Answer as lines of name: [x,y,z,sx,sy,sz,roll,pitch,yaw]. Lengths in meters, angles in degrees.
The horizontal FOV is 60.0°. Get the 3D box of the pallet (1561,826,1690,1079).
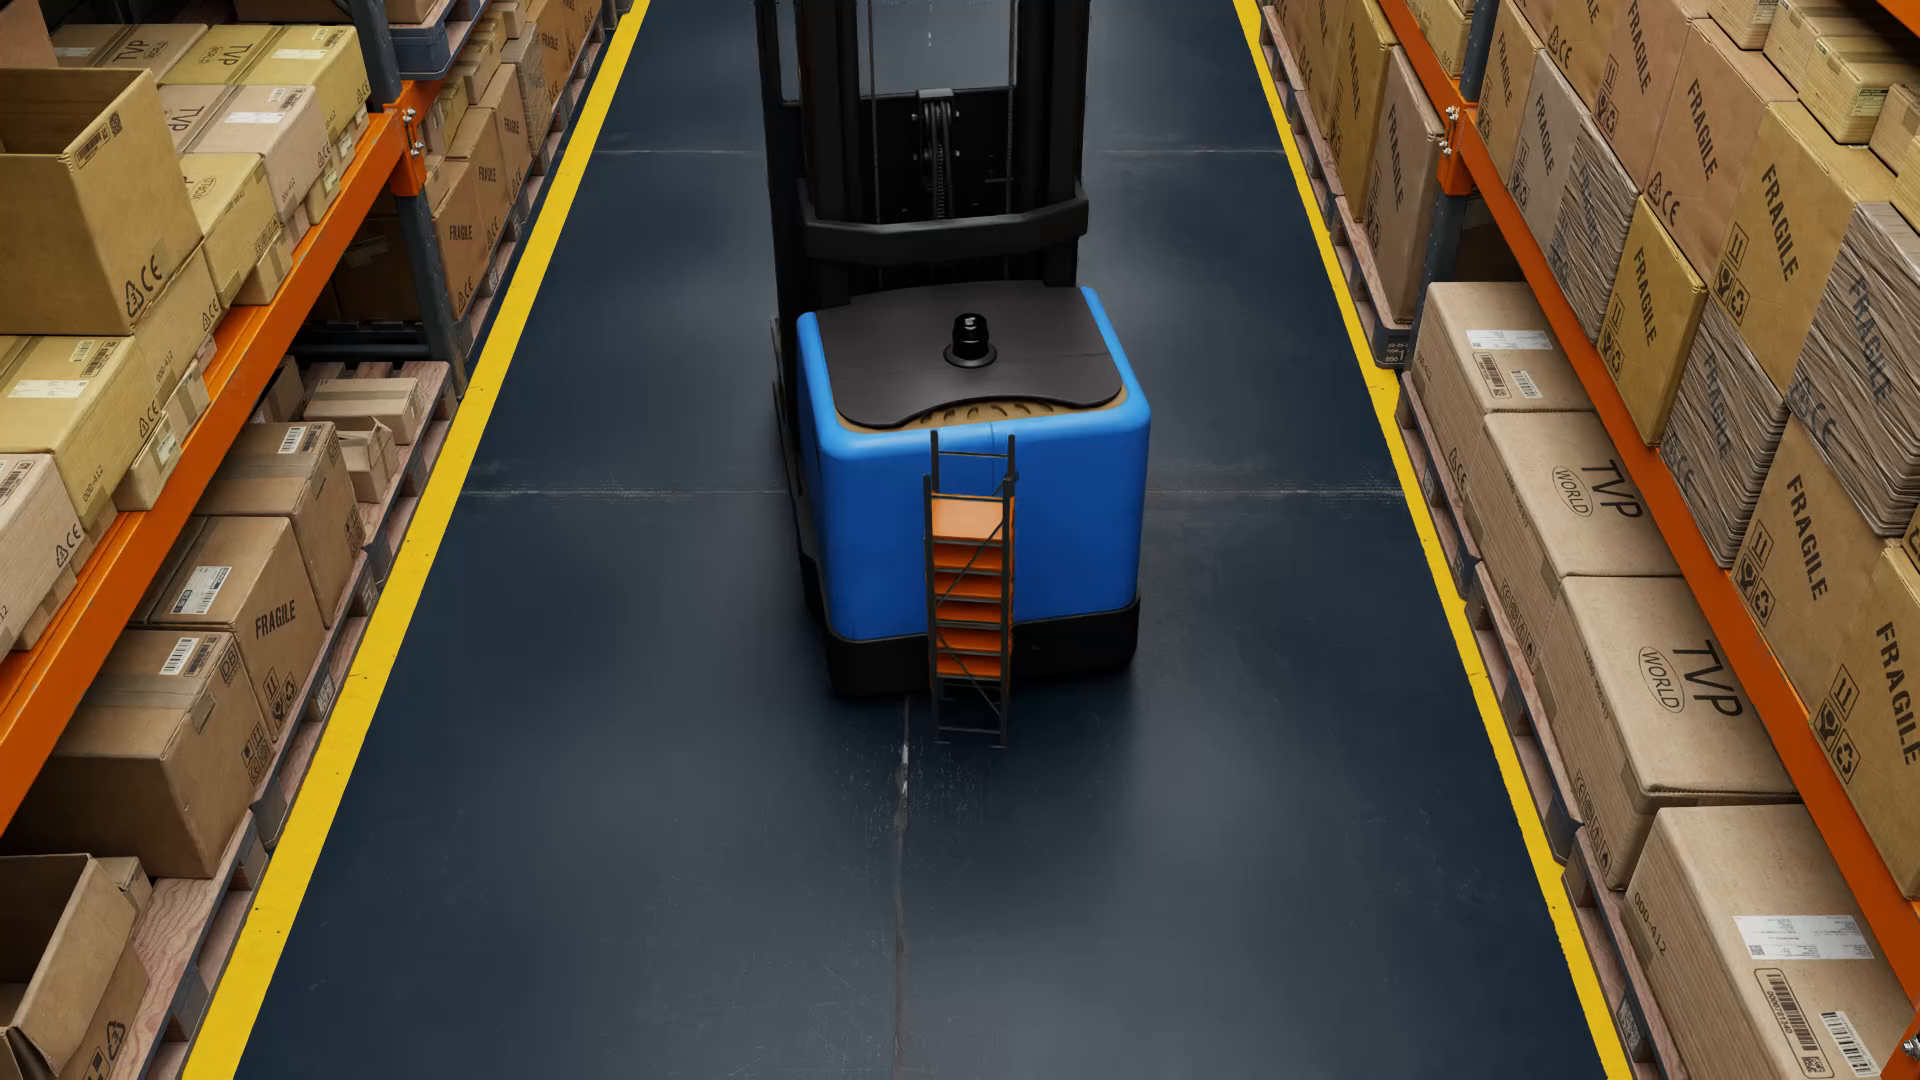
pallet: [2.299,1.292,4.469,1.003,0.211,1.213,0,39,0]

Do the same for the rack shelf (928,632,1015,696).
rack shelf: [0.038,0.383,5.252,0.258,0.103,0.180,4,46,4]

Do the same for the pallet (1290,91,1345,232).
pallet: [2.293,-1.957,8.523,1.003,0.211,1.213,0,39,0]

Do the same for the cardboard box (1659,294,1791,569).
cardboard box: [2.117,-0.272,4.111,0.500,0.500,0.500,1,39,1]

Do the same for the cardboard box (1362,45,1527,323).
cardboard box: [2.292,-1.520,7.111,0.875,0.875,0.875,1,39,1]

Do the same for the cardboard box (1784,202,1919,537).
cardboard box: [2.109,-0.354,3.413,0.500,0.500,0.500,0,39,0]

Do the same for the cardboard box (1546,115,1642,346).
cardboard box: [2.102,-0.917,4.916,0.500,0.500,0.500,0,39,0]

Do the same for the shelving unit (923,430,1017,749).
shelving unit: [0.034,0.184,5.049,0.258,1.200,0.189,4,46,4]

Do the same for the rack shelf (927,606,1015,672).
rack shelf: [0.036,0.299,5.167,0.258,0.103,0.180,4,46,4]

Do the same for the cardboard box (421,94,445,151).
cardboard box: [-2.373,-1.736,6.925,0.380,0.149,0.250,-2,39,-2]

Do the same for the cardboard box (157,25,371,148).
cardboard box: [-2.346,-1.531,5.644,0.500,0.250,0.500,1,39,1]

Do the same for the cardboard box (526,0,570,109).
cardboard box: [-2.386,-2.577,8.730,0.500,0.500,0.500,2,39,2]

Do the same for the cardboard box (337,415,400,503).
cardboard box: [-2.296,-0.317,6.098,0.396,0.266,0.258,1,39,2]

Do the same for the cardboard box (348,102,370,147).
cardboard box: [-2.338,-1.495,5.917,0.380,0.149,0.250,0,39,1]

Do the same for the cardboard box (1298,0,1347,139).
cardboard box: [2.283,-2.644,8.514,0.875,0.875,0.875,0,39,1]

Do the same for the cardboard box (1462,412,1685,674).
cardboard box: [2.268,-0.009,5.576,0.875,0.438,0.875,-1,39,-1]

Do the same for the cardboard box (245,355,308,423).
cardboard box: [-2.826,-0.493,6.281,0.500,0.311,0.500,1,39,2]

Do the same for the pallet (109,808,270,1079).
pallet: [-2.588,1.252,4.519,1.003,0.211,1.213,0,39,0]

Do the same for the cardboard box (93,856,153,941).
cardboard box: [-2.454,1.010,4.535,0.380,0.149,0.250,-1,39,-2]

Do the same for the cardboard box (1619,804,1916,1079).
cardboard box: [2.277,1.127,4.158,0.875,0.438,0.875,-1,39,-2]

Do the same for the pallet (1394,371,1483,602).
pallet: [2.296,-0.234,6.373,1.003,0.211,1.213,0,39,0]

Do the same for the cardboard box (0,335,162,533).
cardboard box: [-2.322,-0.264,4.063,0.500,0.250,0.500,-1,39,-1]

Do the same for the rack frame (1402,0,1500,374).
rack frame: [2.373,-1.798,6.095,1.000,3.000,0.127,0,39,0]

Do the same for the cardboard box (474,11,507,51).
cardboard box: [-2.419,-2.443,8.044,0.380,0.149,0.250,0,39,0]

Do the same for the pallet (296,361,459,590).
pallet: [-2.591,-0.274,6.423,1.003,0.211,1.213,0,39,0]

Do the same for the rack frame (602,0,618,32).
rack frame: [-2.595,-4.293,9.209,1.000,3.000,0.127,0,39,0]

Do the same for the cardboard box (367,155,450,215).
cardboard box: [-2.325,-1.458,6.815,0.380,0.149,0.250,2,39,2]

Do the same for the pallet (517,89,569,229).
pallet: [-2.634,-1.977,8.548,1.003,0.211,1.213,0,39,0]

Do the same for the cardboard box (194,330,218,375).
cardboard box: [-2.354,-0.530,4.713,0.380,0.149,0.250,0,39,0]

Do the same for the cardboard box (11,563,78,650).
cardboard box: [-2.333,0.120,3.902,0.380,0.149,0.250,1,39,1]

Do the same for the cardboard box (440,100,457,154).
cardboard box: [-2.414,-1.792,7.231,0.380,0.149,0.250,-2,39,-2]

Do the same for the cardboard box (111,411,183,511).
cardboard box: [-2.264,-0.204,4.307,0.380,0.149,0.250,-1,39,-1]

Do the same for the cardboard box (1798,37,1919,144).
cardboard box: [2.121,-1.001,3.702,0.380,0.149,0.250,1,39,1]

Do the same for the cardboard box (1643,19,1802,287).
cardboard box: [2.113,-0.977,4.191,0.500,0.500,0.500,0,39,0]

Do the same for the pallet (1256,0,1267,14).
pallet: [2.369,-3.700,10.698,1.003,0.211,1.213,0,39,0]

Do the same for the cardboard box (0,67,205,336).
cardboard box: [-2.319,-0.863,4.210,0.500,0.500,0.500,1,39,1]

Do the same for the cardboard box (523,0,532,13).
cardboard box: [-2.398,-2.770,8.452,0.380,0.149,0.250,-1,39,-1]

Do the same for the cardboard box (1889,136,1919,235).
cardboard box: [2.109,-0.681,3.302,0.380,0.149,0.250,1,39,1]

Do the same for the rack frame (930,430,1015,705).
rack frame: [0.043,0.119,5.113,0.240,1.200,0.006,4,46,4]

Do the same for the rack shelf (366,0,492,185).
rack shelf: [-2.593,-2.762,7.873,1.077,0.370,4.000,0,39,0]

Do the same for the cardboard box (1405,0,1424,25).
cardboard box: [2.121,-2.338,6.889,0.500,0.250,0.500,-1,39,-1]

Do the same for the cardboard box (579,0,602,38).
cardboard box: [-2.380,-3.217,9.529,0.500,0.500,0.500,1,39,1]

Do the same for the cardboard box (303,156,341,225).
cardboard box: [-2.291,-1.169,5.511,0.380,0.149,0.250,1,39,1]

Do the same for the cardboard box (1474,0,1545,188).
cardboard box: [2.112,-1.543,5.697,0.500,0.500,0.500,1,39,1]

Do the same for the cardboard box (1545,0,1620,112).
cardboard box: [2.126,-1.613,4.985,0.500,0.500,0.500,-1,39,-1]

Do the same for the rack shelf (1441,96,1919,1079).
rack shelf: [2.375,-0.266,4.759,1.077,0.370,4.000,0,39,0]

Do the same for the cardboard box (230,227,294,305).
cardboard box: [-2.290,-0.845,5.107,0.380,0.149,0.250,-1,39,-1]

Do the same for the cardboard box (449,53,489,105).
cardboard box: [-2.391,-2.119,7.640,0.380,0.149,0.250,0,39,0]

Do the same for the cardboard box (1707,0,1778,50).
cardboard box: [2.097,-1.330,4.113,0.380,0.149,0.250,0,39,0]

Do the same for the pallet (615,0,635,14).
pallet: [-2.557,-3.720,10.723,1.003,0.211,1.213,0,39,0]

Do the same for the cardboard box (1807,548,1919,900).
cardboard box: [2.112,0.363,3.318,0.500,0.500,0.500,0,39,0]

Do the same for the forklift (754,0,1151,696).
forklift: [-0.164,-1.550,5.840,1.130,2.935,3.031,-6,39,-8]

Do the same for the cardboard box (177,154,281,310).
cardboard box: [-2.343,-0.906,4.864,0.500,0.250,0.500,0,39,0]

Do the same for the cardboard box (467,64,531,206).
cardboard box: [-2.373,-1.928,7.920,0.500,0.500,0.500,-1,39,-1]

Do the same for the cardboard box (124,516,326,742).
cardboard box: [-2.355,0.273,5.173,0.500,0.500,0.500,1,39,1]

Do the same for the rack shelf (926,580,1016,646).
rack shelf: [0.035,0.215,5.081,0.258,0.103,0.180,4,46,4]

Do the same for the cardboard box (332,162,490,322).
cardboard box: [-2.366,-1.283,7.115,0.500,0.500,0.500,2,39,2]
